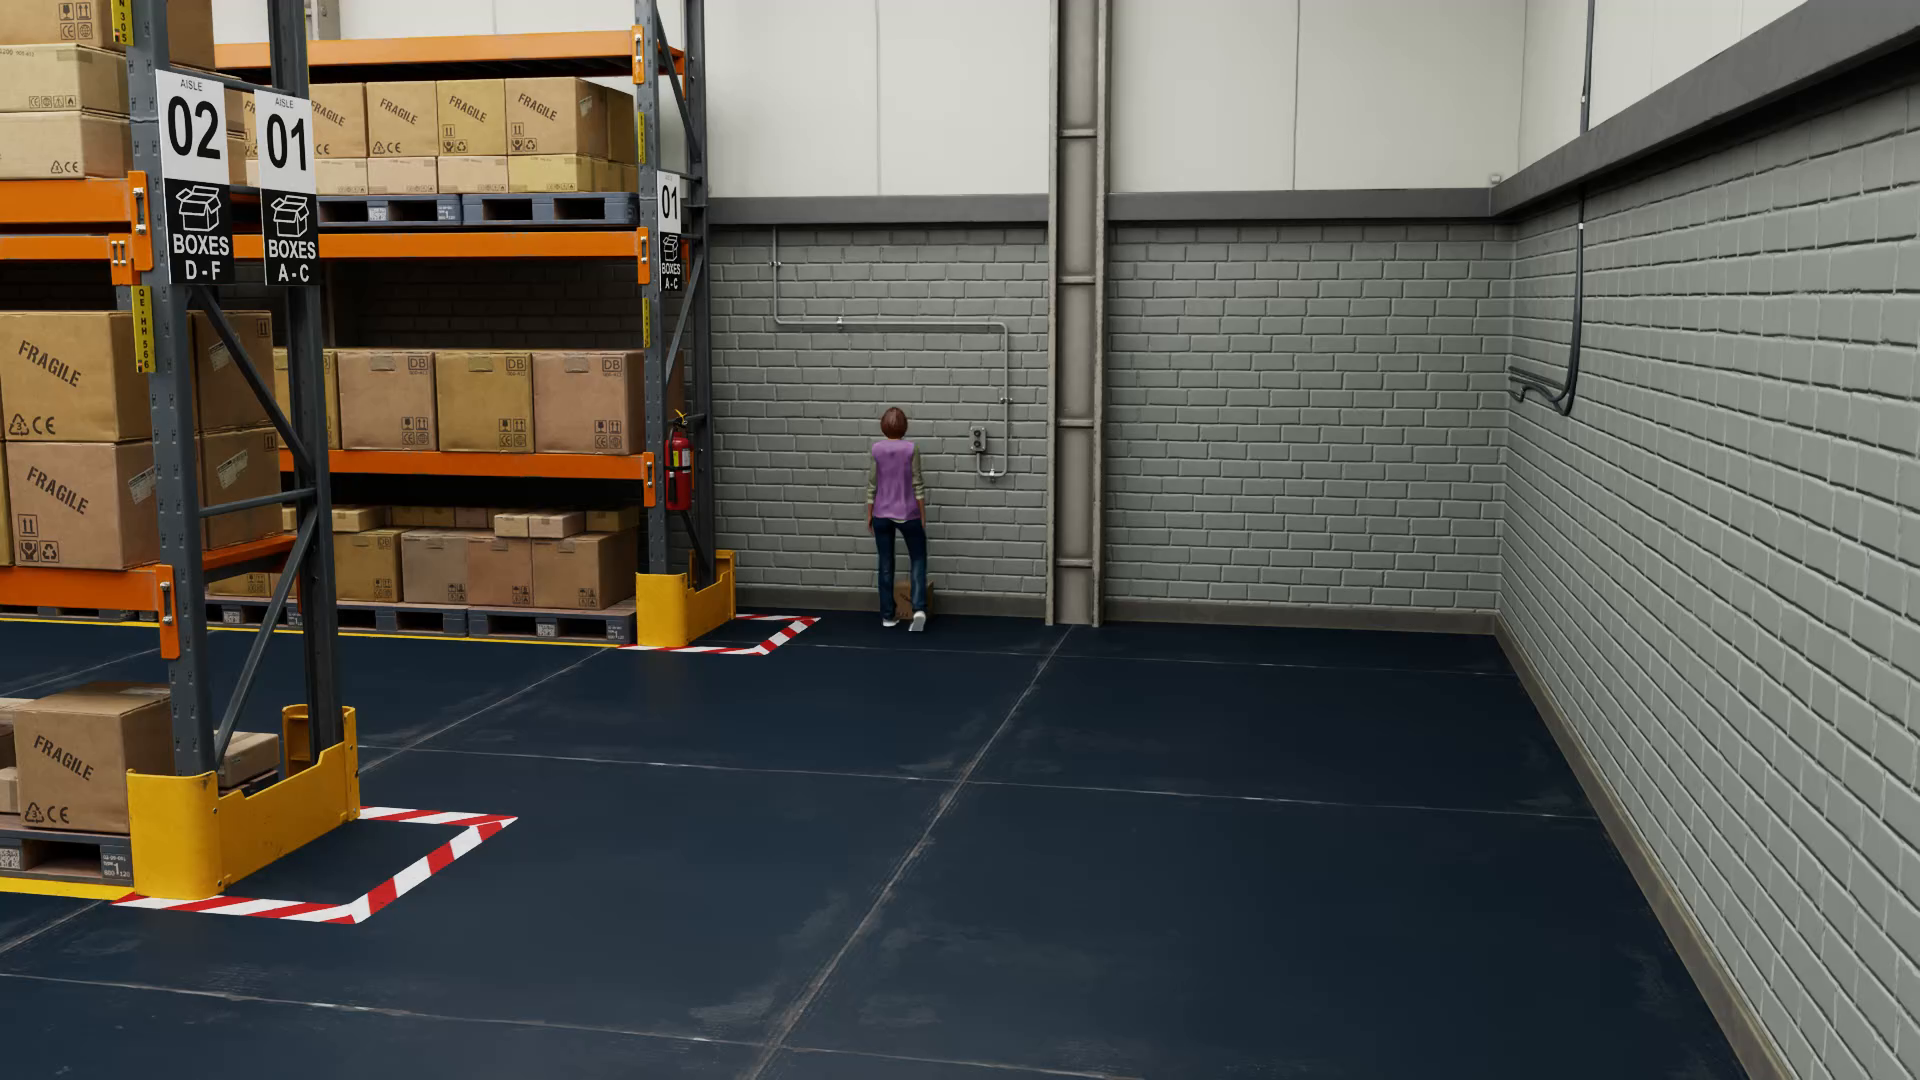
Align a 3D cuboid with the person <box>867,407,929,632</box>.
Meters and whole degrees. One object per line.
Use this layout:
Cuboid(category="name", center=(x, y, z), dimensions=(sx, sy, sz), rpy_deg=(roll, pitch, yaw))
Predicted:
Cuboid(category="person", center=(-0.436, -0.150, 11.904), dimensions=(0.470, 1.612, 0.446), rpy_deg=(2, 8, 11))
